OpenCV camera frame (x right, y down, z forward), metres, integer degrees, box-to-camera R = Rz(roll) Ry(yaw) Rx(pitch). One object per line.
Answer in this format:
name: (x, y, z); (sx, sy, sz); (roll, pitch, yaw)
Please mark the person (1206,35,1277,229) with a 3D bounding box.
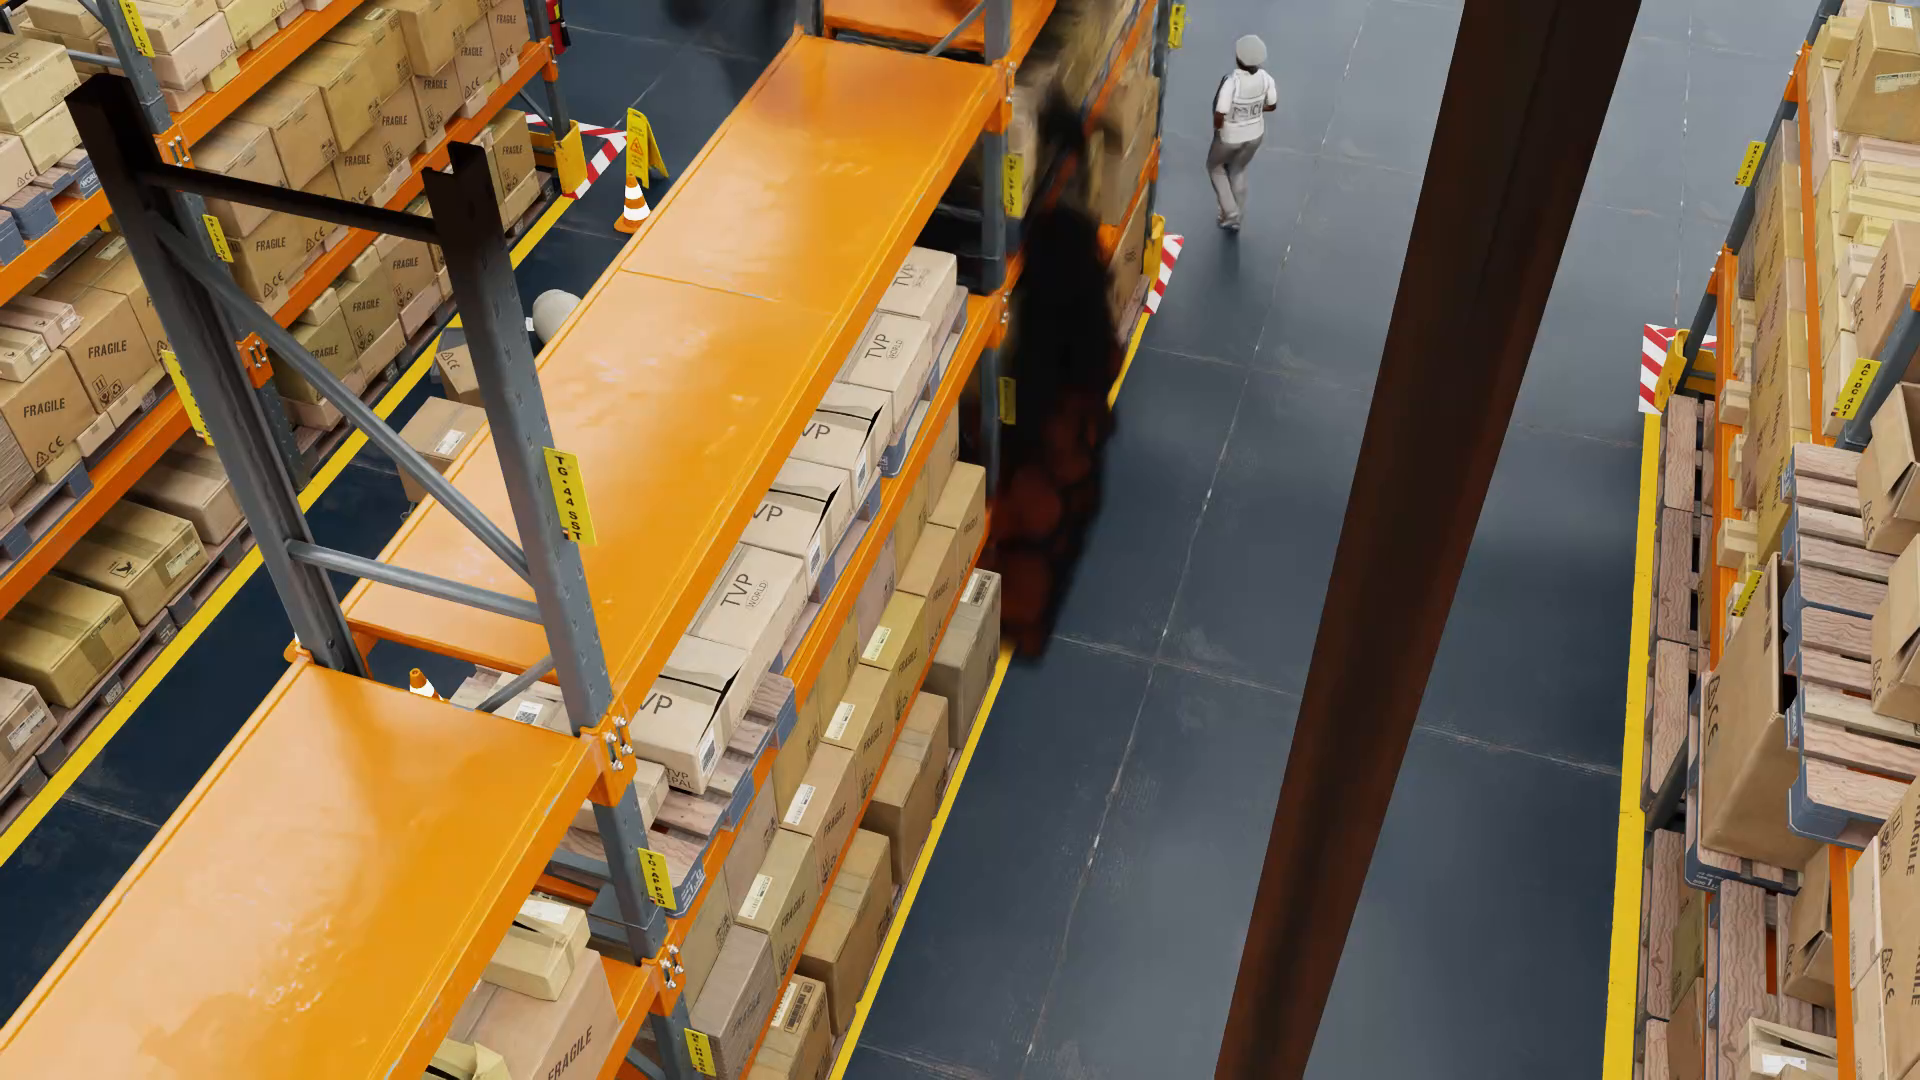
person: (2.170, -3.219, 13.143); (0.579, 1.680, 0.542); (-14, 47, -13)
